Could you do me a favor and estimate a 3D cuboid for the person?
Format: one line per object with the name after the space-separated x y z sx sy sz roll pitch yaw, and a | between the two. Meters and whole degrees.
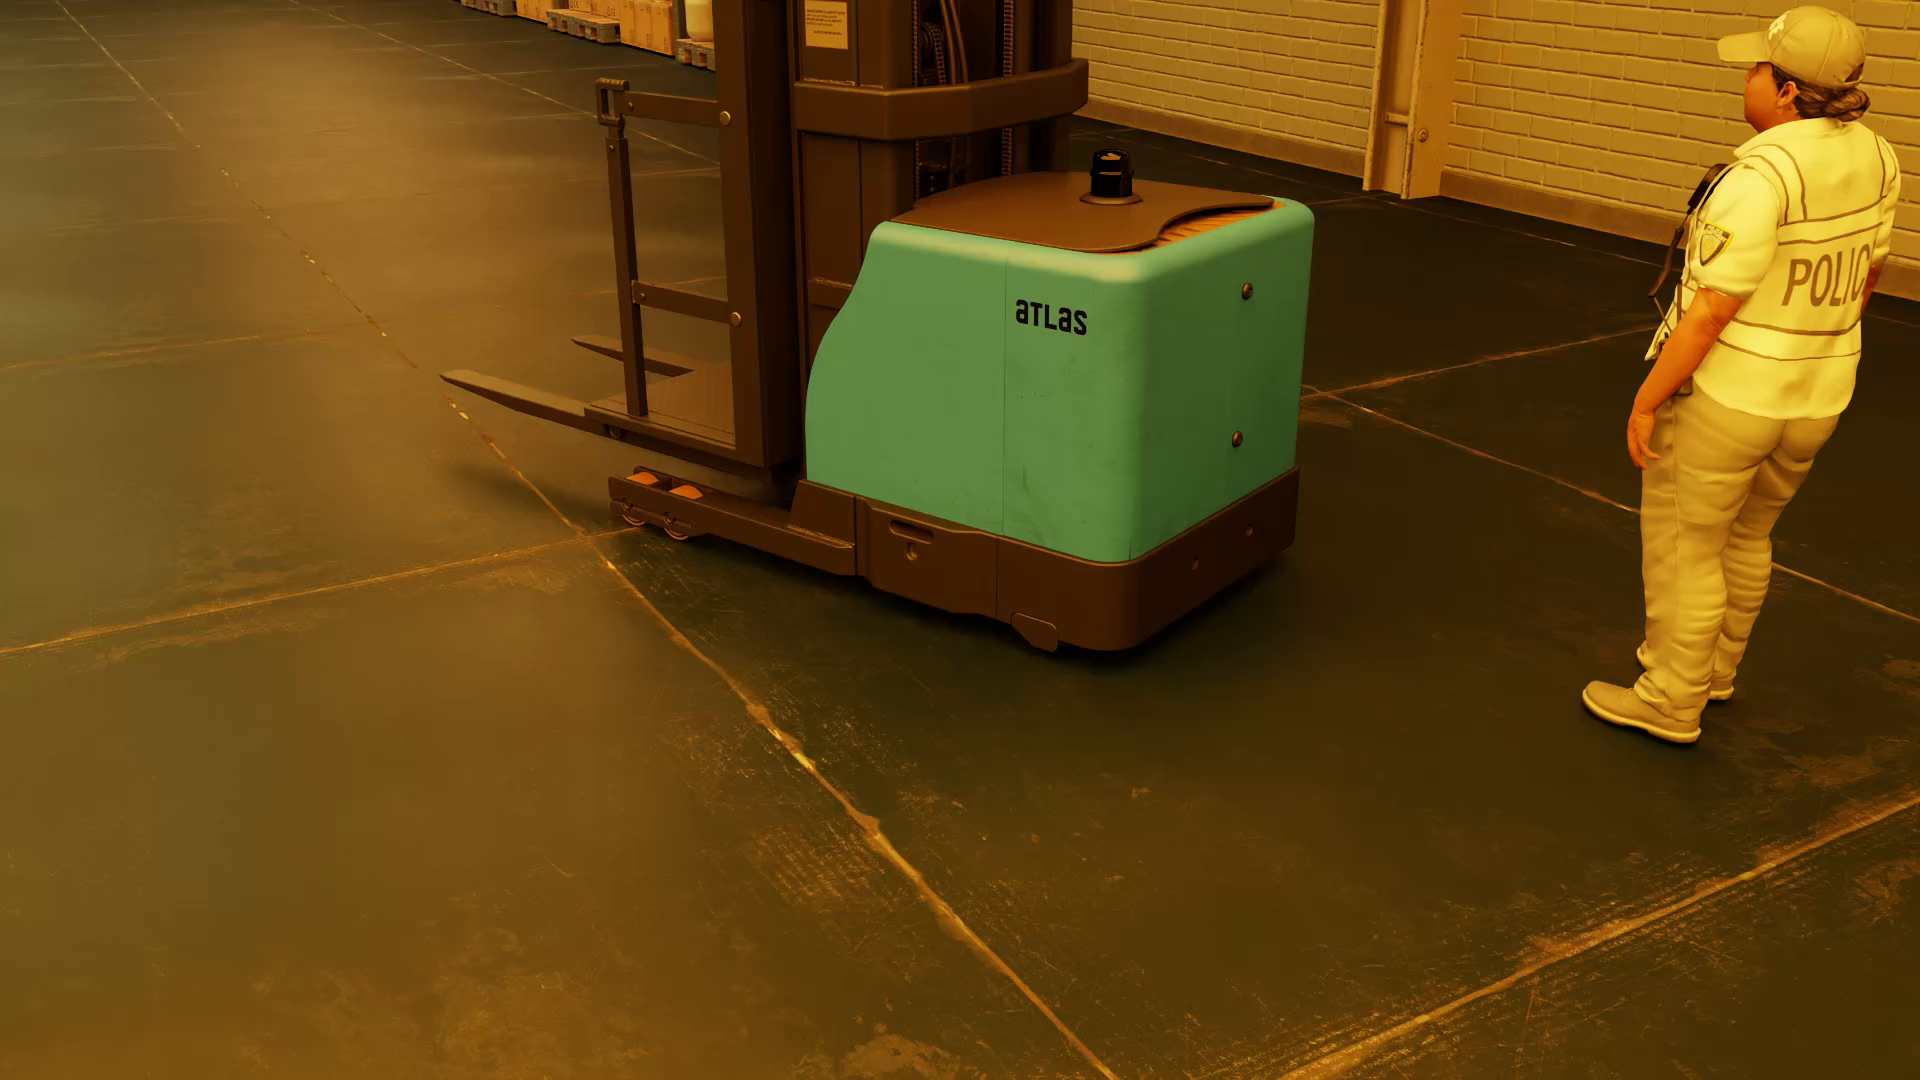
1.706 -0.339 3.747 0.599 1.670 0.529 -11 25 -26 | person

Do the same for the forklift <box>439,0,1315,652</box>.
-0.481 -1.497 4.922 3.031 2.935 1.130 16 27 34 | forklift
